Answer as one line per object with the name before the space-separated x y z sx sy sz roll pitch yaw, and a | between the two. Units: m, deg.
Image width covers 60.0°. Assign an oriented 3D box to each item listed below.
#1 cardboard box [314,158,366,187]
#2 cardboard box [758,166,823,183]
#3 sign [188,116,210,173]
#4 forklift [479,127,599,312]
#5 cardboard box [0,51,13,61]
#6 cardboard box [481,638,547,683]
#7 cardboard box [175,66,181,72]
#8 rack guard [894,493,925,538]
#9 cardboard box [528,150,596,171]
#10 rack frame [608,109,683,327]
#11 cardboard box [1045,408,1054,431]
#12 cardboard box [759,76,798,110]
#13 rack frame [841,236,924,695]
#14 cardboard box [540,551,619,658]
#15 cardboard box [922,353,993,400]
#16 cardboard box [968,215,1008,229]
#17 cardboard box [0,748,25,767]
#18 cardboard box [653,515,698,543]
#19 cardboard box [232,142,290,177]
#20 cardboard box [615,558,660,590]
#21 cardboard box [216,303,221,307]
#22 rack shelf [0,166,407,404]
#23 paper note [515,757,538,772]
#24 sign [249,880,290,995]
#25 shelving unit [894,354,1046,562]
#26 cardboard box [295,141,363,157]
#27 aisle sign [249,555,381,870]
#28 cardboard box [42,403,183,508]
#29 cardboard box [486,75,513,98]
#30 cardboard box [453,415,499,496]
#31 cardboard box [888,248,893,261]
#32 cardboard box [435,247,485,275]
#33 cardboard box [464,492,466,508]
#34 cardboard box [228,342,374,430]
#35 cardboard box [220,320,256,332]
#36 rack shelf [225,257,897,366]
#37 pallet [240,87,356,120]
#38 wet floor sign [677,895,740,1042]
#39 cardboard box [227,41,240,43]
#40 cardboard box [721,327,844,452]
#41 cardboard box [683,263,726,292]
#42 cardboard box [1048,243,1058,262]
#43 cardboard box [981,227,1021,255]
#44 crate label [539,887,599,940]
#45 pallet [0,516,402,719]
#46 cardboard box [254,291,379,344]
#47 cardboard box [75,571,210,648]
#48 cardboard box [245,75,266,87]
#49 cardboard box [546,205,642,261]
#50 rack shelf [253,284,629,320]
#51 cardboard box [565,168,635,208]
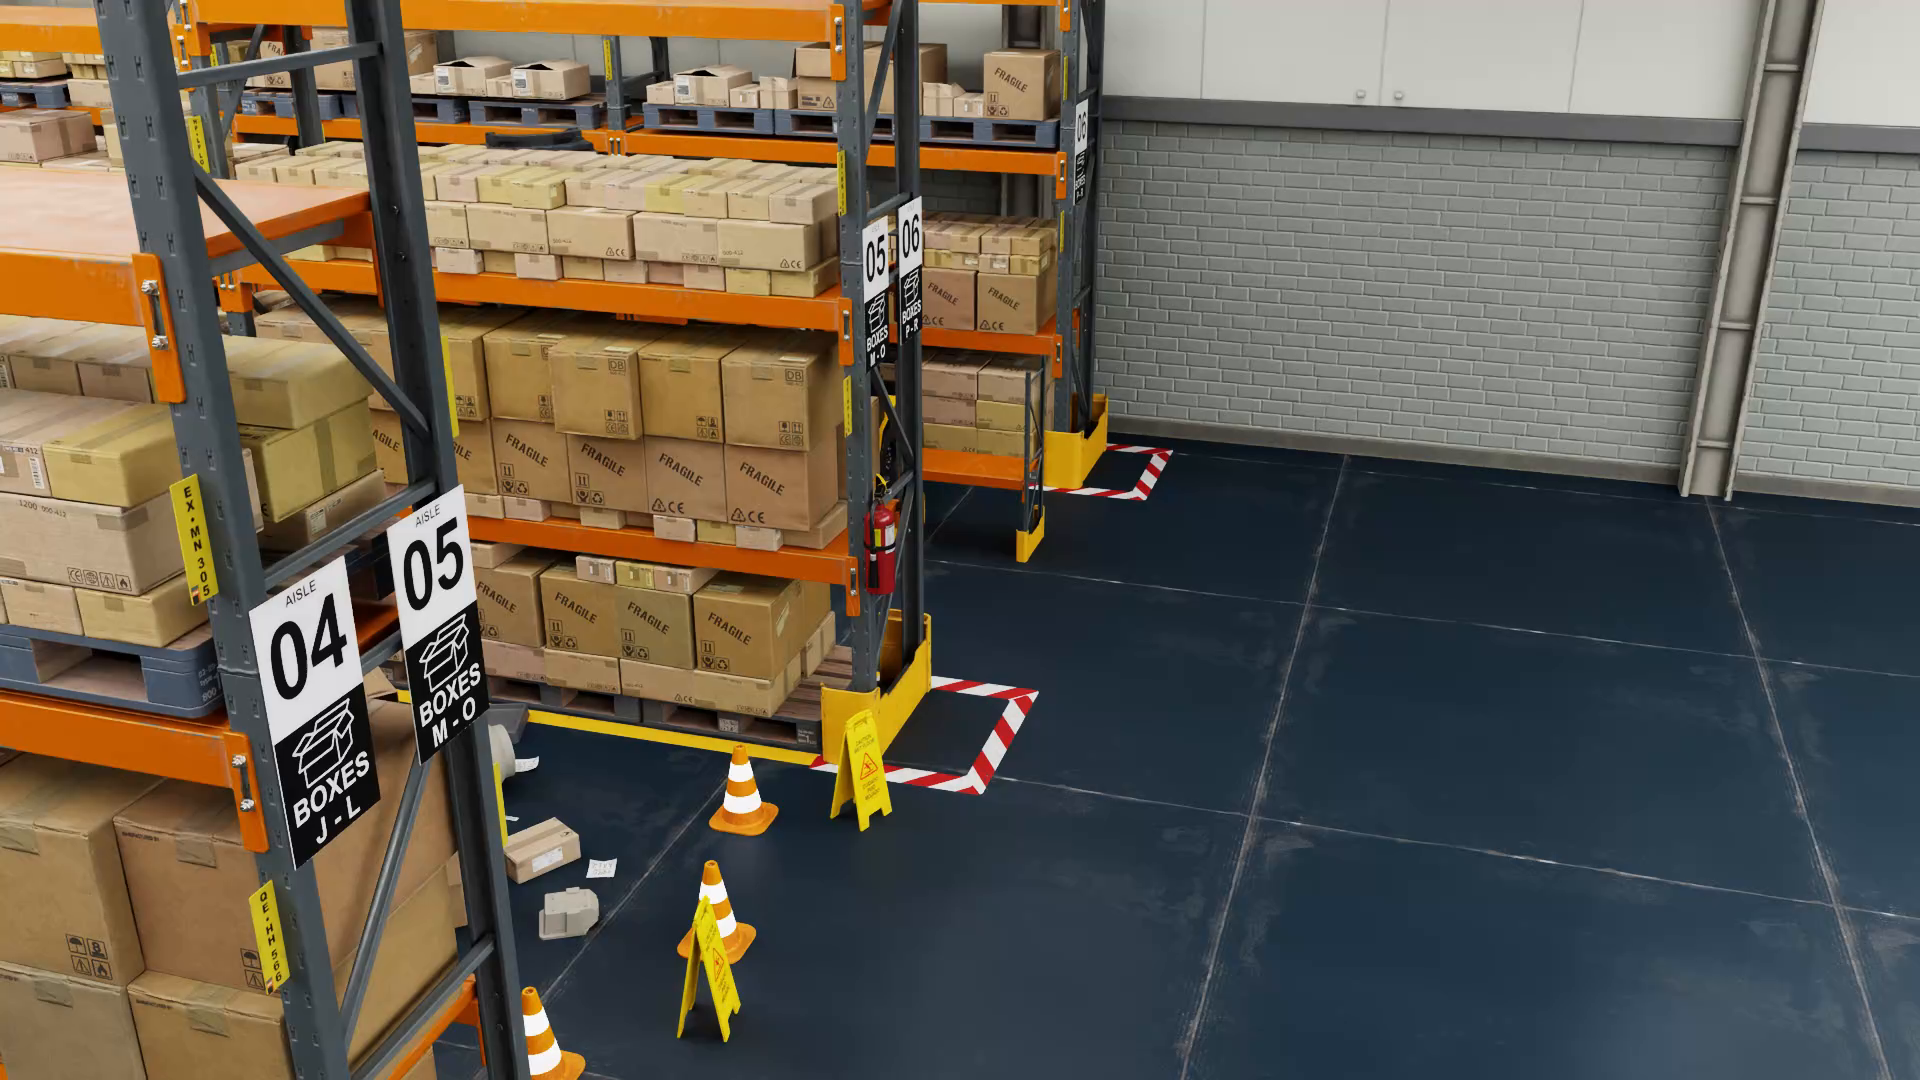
cardboard box | -3.546 -2.120 9.720 0.250 0.149 0.380 6 23 14
cardboard box | -0.958 -2.020 9.475 0.250 0.149 0.380 6 23 15
sign | -4.418 -2.290 9.653 0.005 0.325 0.100 7 23 16
forklift | -3.647 -2.133 14.514 1.130 2.935 3.031 -9 24 -21
cardboard box | -9.077 -4.705 15.995 0.250 0.149 0.380 7 23 16
cardboard box | -2.751 0.669 10.661 0.500 0.250 0.500 6 23 15
cardboard box | -7.312 -4.415 15.706 0.250 0.149 0.380 6 23 14
rack guard | -0.404 -0.162 13.240 0.087 0.250 0.587 7 23 16
cardboard box | -2.382 -2.233 9.994 0.250 0.149 0.380 7 23 16
rack frame | -2.831 -2.487 15.286 0.127 3.000 1.000 7 23 16
cardboard box | 0.585 -1.096 14.963 0.500 0.250 0.500 7 23 16
cardboard box | -1.497 -3.780 13.977 0.258 0.266 0.396 6 23 14
rack frame | -0.431 -0.245 9.819 0.127 3.000 1.000 7 23 16
cardboard box | -2.255 0.379 10.379 0.500 0.500 0.500 6 23 14
cardboard box | -0.023 -1.424 14.447 0.500 0.250 0.500 7 23 16
cardboard box | 0.241 -2.712 14.455 0.250 0.149 0.380 7 23 17
cardboard box | -3.159 0.804 5.643 0.550 0.550 0.875 7 23 16
cardboard box | -1.620 -0.132 9.876 0.250 0.149 0.380 7 23 16
cardboard box | -4.704 -2.406 10.779 0.500 0.250 0.500 6 23 14
cardboard box | -1.884 0.149 10.087 0.250 0.149 0.380 7 23 16
cardboard box | -7.476 -2.244 16.579 0.250 0.149 0.380 5 23 13
rack shelf | -3.679 -0.912 5.016 4.000 0.370 1.077 7 23 16
paper note | -2.588 1.332 9.888 0.148 0.019 0.142 -1 22 -3
sign | -1.934 1.115 4.666 0.005 0.325 0.100 7 23 16
shelving unit | 0.073 -0.686 12.870 1.083 1.500 0.587 7 23 16
cardboard box | -3.894 -2.368 10.324 0.250 0.149 0.380 7 23 17
aisle sign | -1.783 0.479 4.629 0.004 0.787 0.394 7 23 16
cardboard box | -2.185 -0.230 4.425 0.250 0.149 0.380 7 23 16
cardboard box | -3.971 -4.009 14.690 0.250 0.149 0.380 6 23 15
cardboard box | -2.956 -0.611 10.189 0.500 0.500 0.500 6 23 15
cardboard box | -0.649 -2.463 14.240 0.250 0.149 0.380 7 23 16
cardboard box | -2.824 -1.658 9.644 0.250 0.149 0.380 6 23 14
cardboard box | -3.041 -0.331 10.361 0.250 0.149 0.380 6 23 15
cardboard box | -1.992 -0.468 5.007 0.250 0.149 0.380 7 23 16
cardboard box | -4.627 -1.217 11.112 0.500 0.500 0.500 7 23 17
rack shelf | -2.346 -1.519 9.921 4.000 0.370 1.077 7 23 16
pallet | -5.985 -4.184 15.719 1.003 0.211 1.213 8 24 18
wet floor sign | -1.165 1.938 7.600 0.232 0.644 0.267 3 22 6
cardboard box | -7.167 -4.745 16.119 0.250 0.149 0.380 7 23 16
cardboard box | -0.983 -0.868 9.497 0.500 0.500 0.700 6 23 14
cardboard box | -1.346 -1.511 9.284 0.250 0.149 0.380 7 23 17
cardboard box | 0.749 -2.526 14.395 0.250 0.149 0.380 6 23 14
cardboard box | 0.350 -2.511 13.965 0.250 0.149 0.380 7 23 16
crate label | -1.981 1.878 8.416 0.298 0.136 0.250 -5 23 -12
pallet | -2.478 0.141 5.044 1.213 0.211 1.003 7 23 16
cardboard box | -3.902 -1.203 10.313 0.500 0.500 0.700 6 23 15
cardboard box | -2.181 0.139 4.576 0.250 0.149 0.380 6 23 15
cardboard box | -6.414 -4.297 15.369 0.250 0.166 0.380 6 23 15
cardboard box | -1.978 -1.770 9.390 0.500 0.250 0.500 7 23 17
rack shelf | -4.745 -2.373 15.957 4.000 0.370 1.077 7 23 16
cardboard box | -2.029 -1.993 9.408 0.250 0.149 0.380 6 23 14
